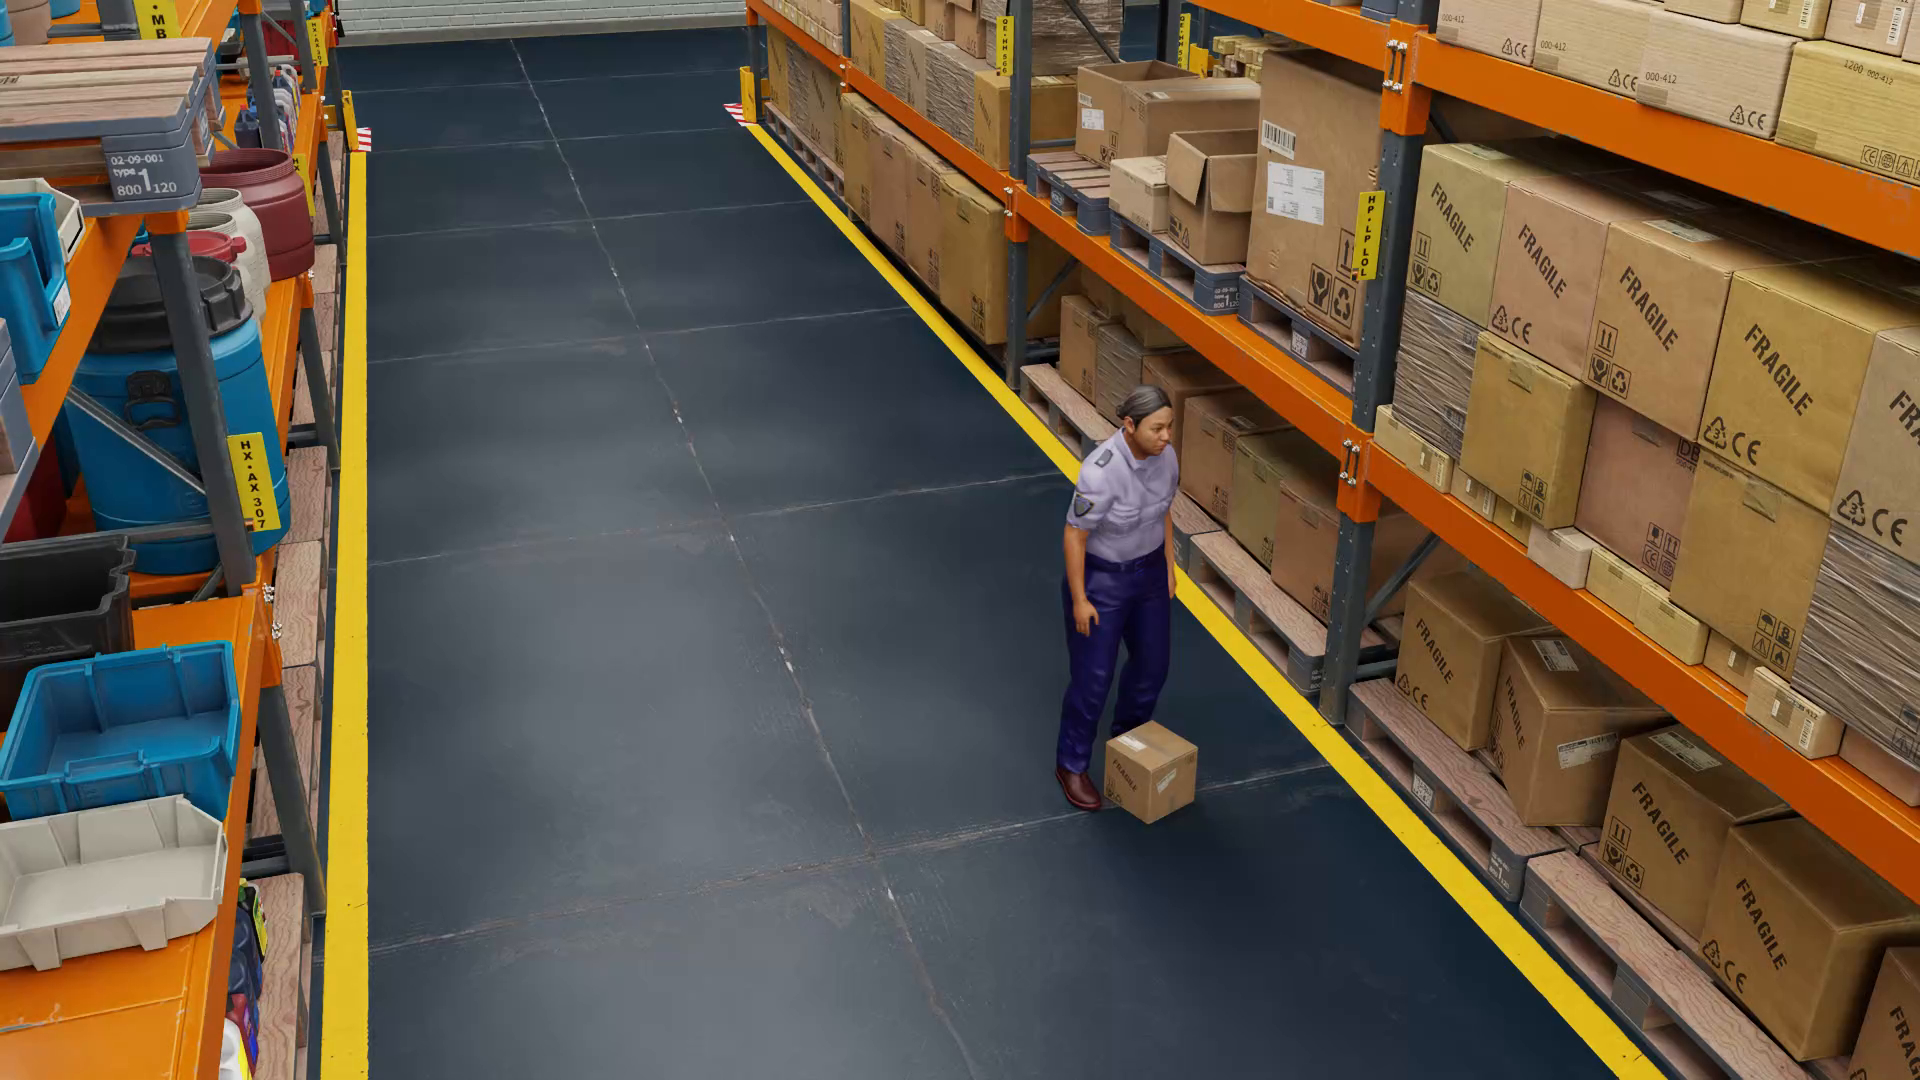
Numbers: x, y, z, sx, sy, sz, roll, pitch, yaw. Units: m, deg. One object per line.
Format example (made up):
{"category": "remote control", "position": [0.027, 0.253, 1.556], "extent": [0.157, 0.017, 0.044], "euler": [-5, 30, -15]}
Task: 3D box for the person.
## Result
{"category": "person", "position": [0.600, 0.180, 6.262], "extent": [0.554, 1.651, 0.375], "euler": [-19, 32, -33]}
